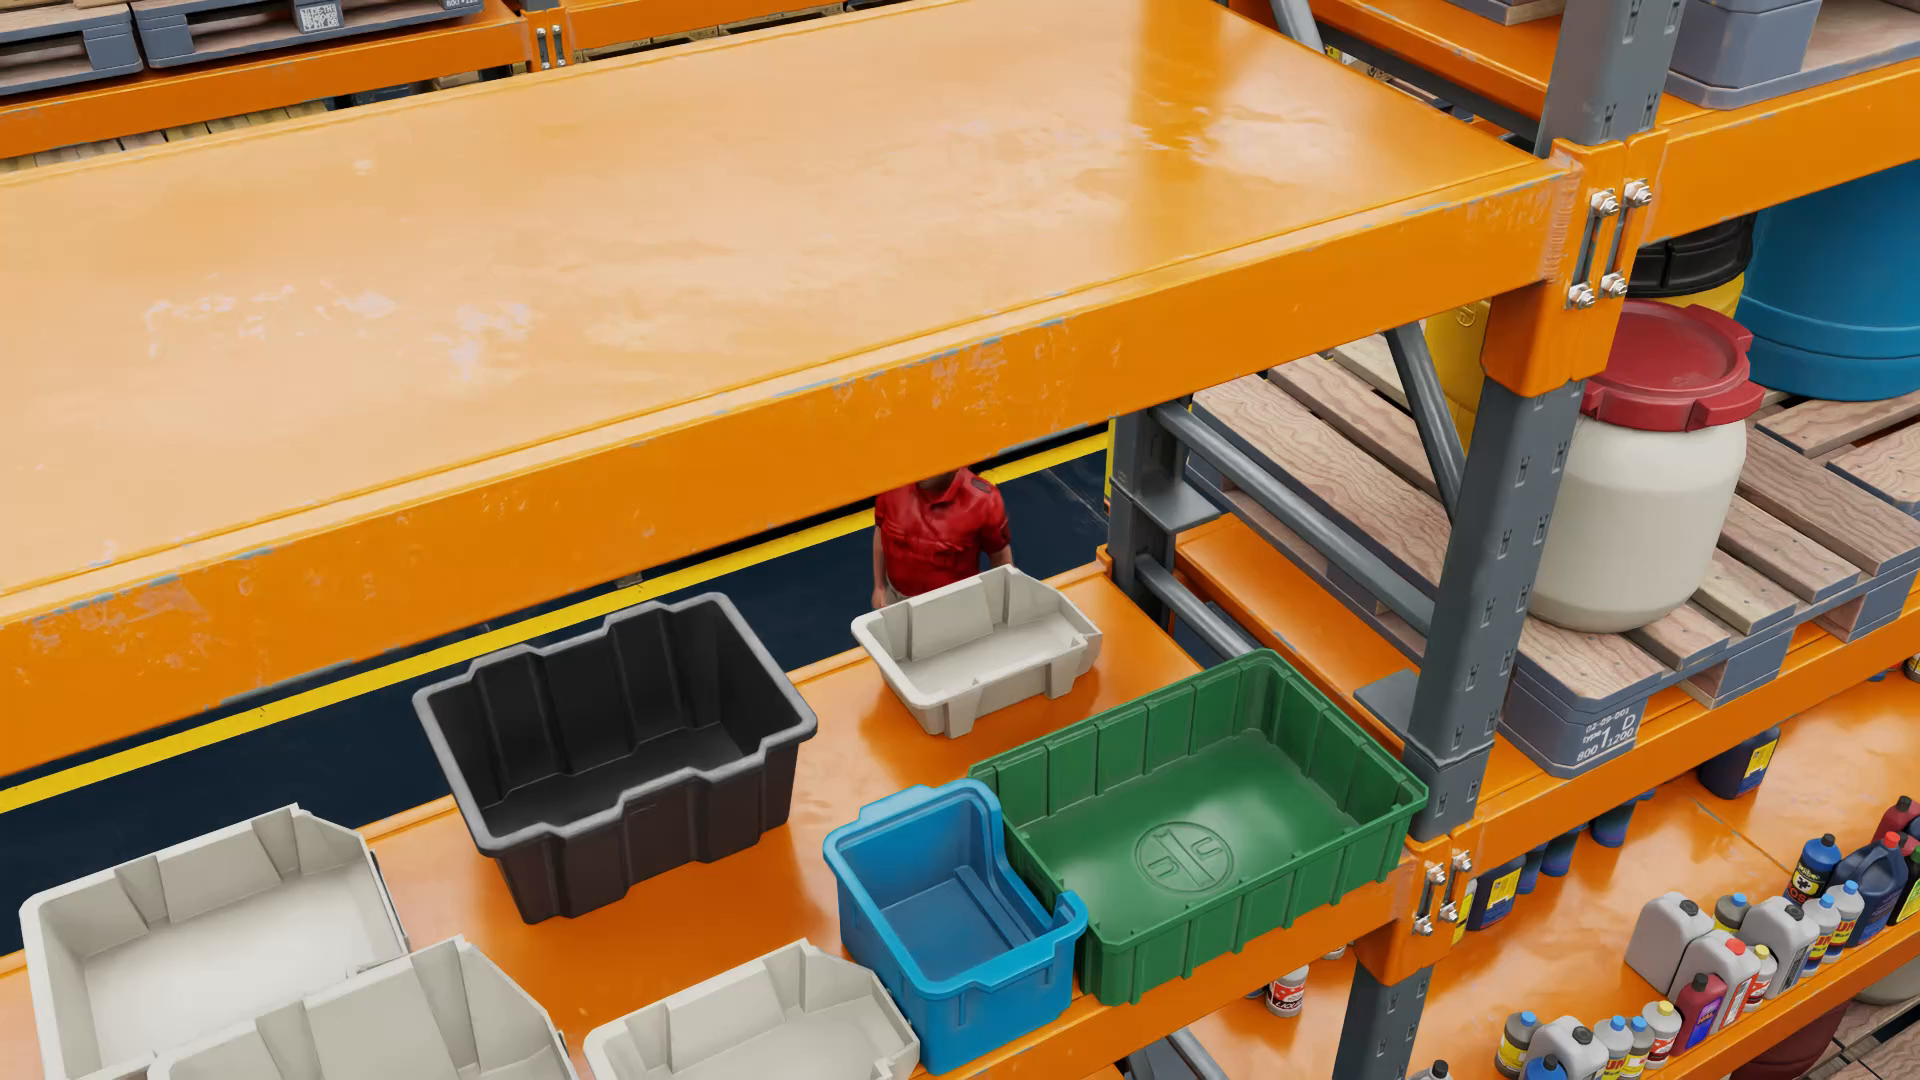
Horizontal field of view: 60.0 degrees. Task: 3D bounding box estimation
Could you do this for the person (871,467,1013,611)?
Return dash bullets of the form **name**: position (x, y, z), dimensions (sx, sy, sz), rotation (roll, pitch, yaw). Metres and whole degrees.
- **person**: position (-0.063, 0.228, 6.608), dimensions (0.585, 1.719, 0.609), rotation (13, 39, 17)
